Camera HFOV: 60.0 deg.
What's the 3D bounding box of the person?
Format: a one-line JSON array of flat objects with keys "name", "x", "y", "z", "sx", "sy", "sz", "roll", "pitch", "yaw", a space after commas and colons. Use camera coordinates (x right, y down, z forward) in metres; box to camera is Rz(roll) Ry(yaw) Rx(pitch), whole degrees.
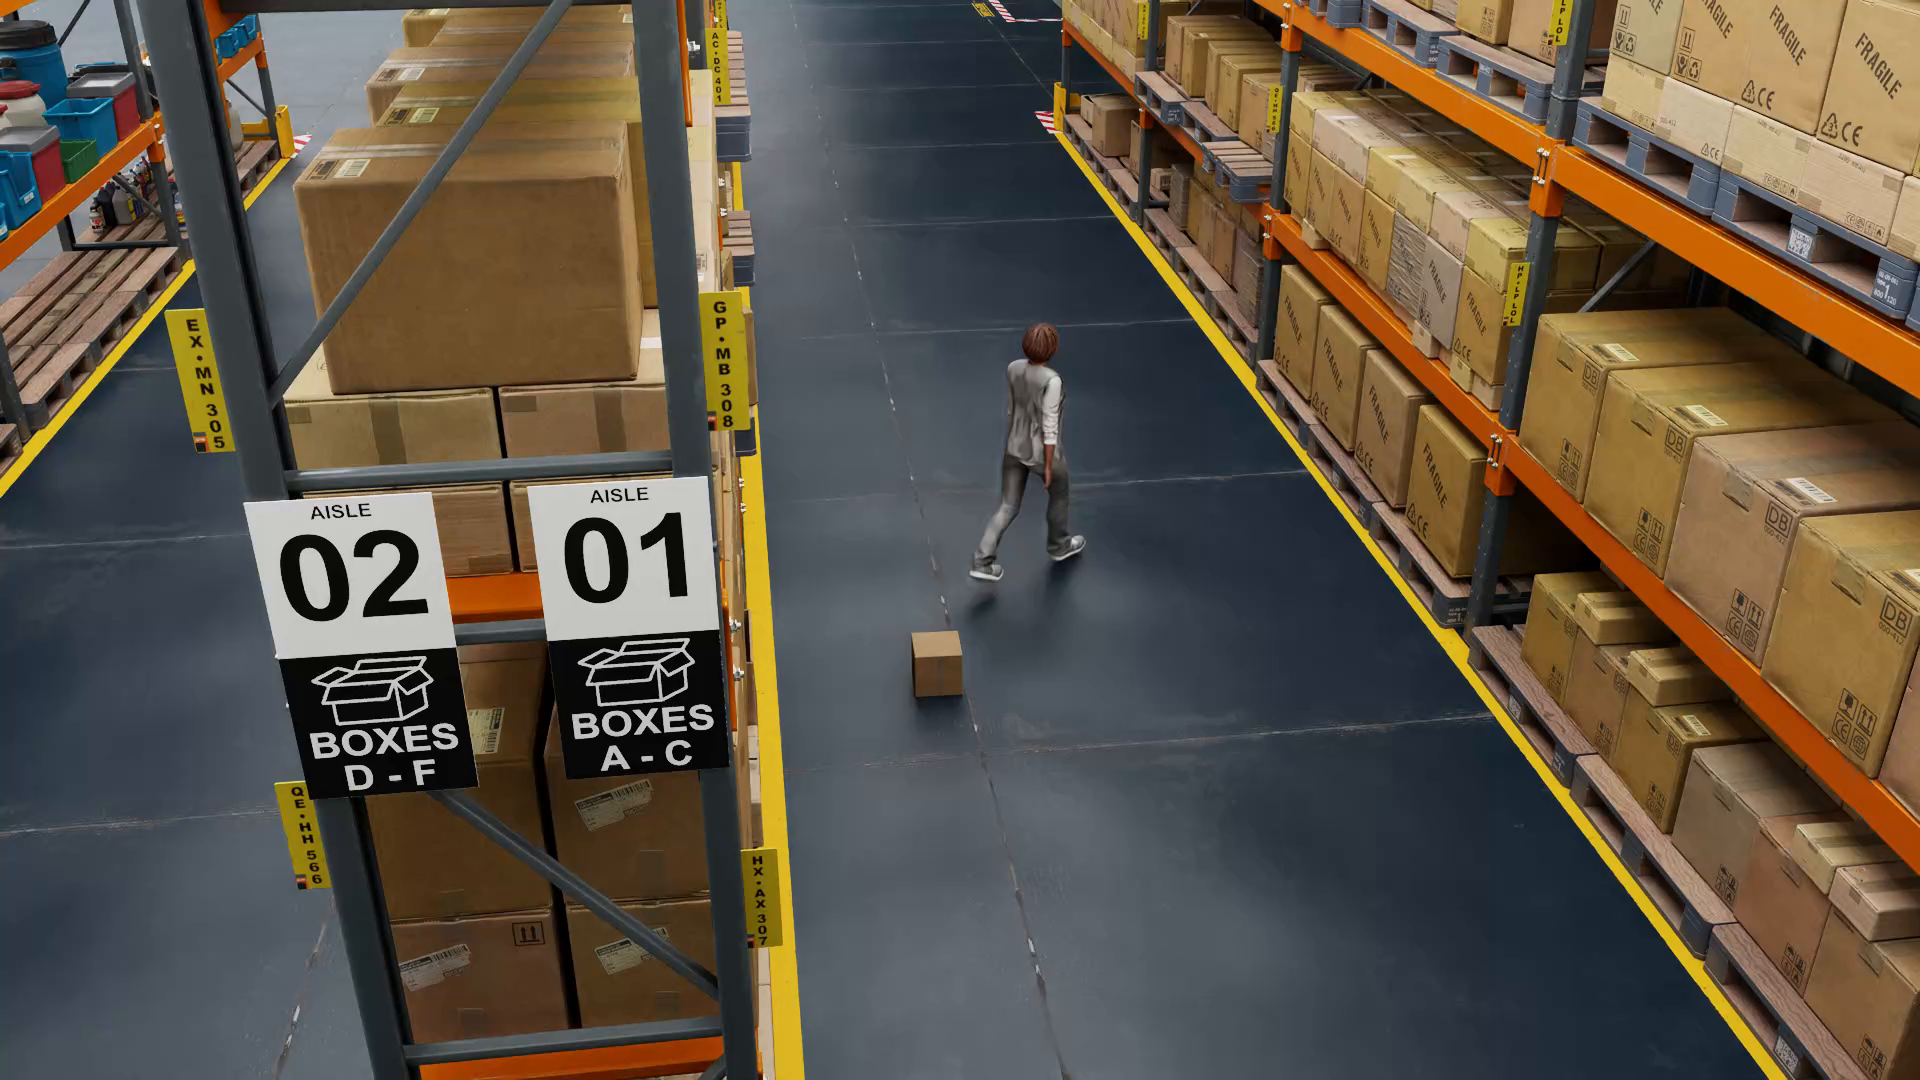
[{"name": "person", "x": 0.400, "y": -0.501, "z": 9.590, "sx": 0.420, "sy": 1.548, "sz": 0.945, "roll": 21, "pitch": 34, "yaw": 34}]
